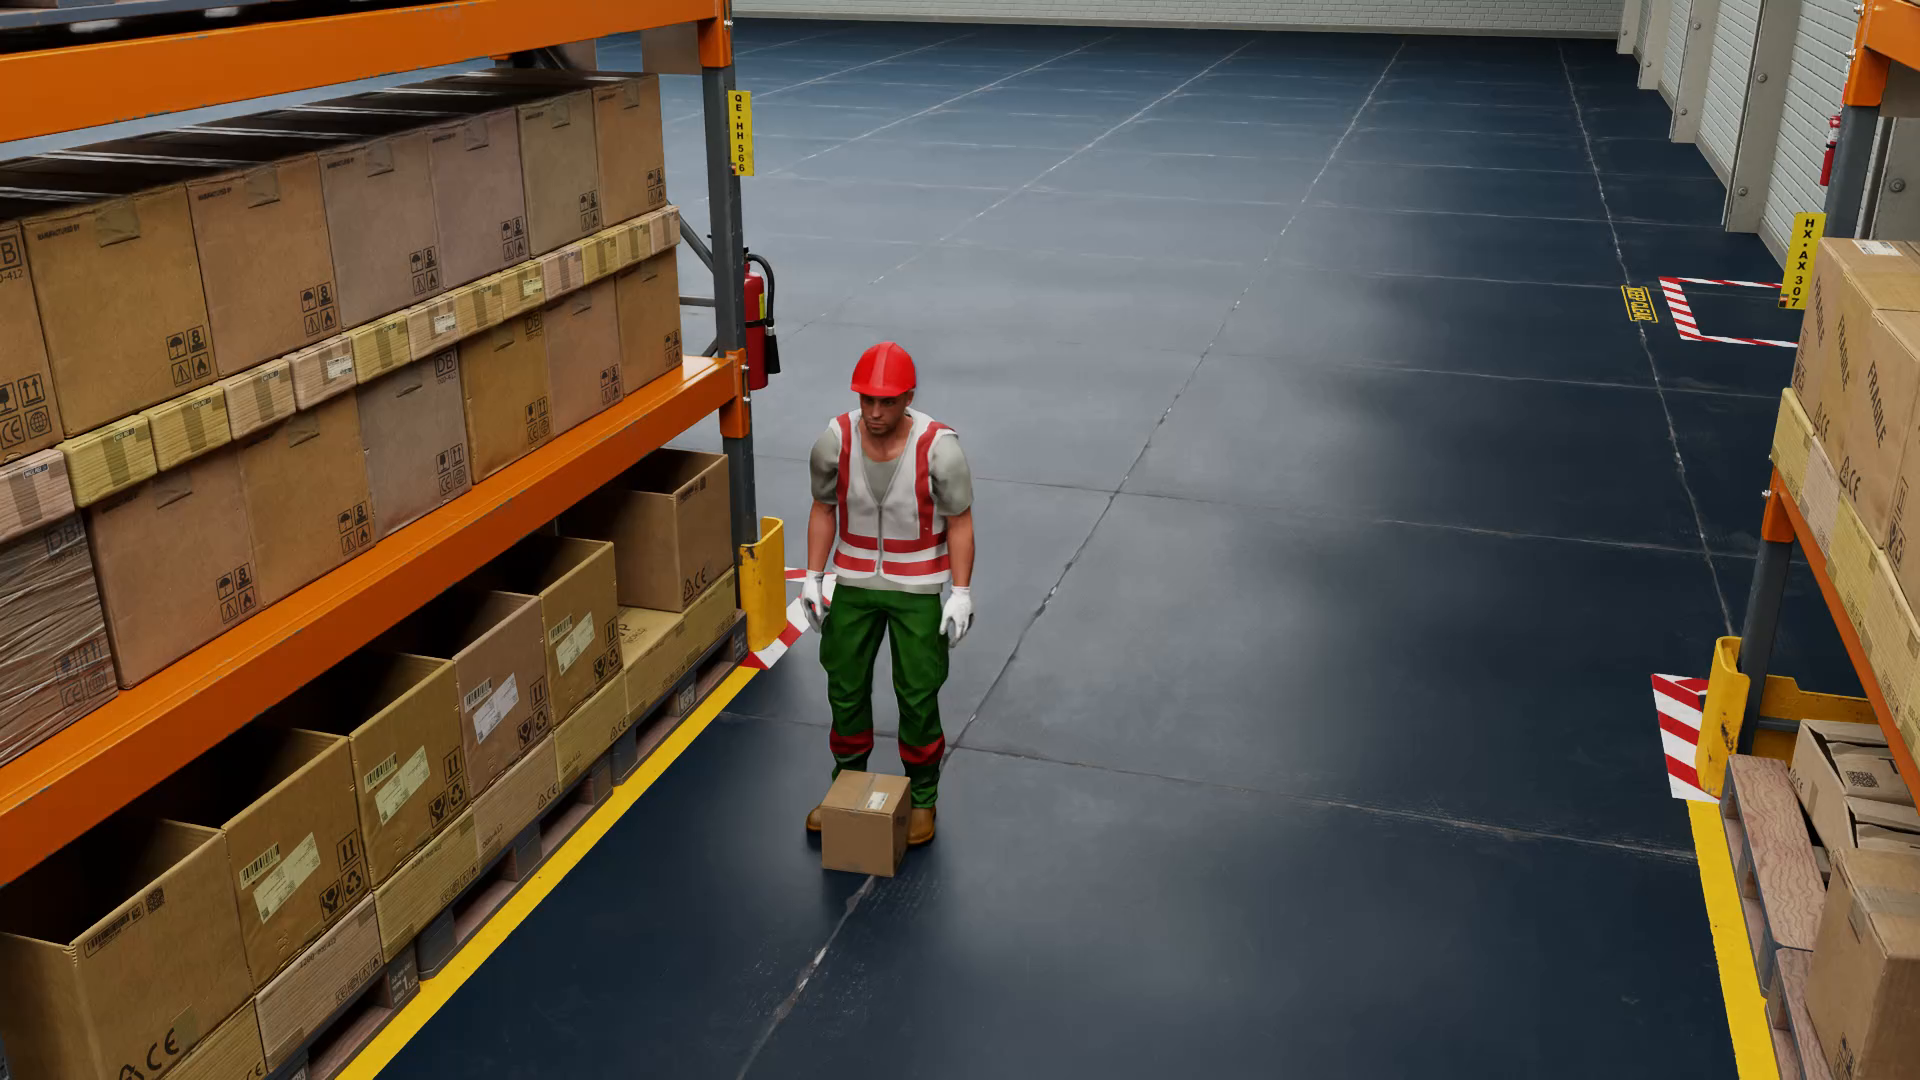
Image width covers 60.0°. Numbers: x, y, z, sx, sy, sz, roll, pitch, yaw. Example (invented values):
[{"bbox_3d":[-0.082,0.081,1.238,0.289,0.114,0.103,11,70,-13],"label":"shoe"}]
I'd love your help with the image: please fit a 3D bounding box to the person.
[{"bbox_3d":[-0.250,0.183,5.615,0.607,1.774,0.454,5,22,13],"label":"person"}]
